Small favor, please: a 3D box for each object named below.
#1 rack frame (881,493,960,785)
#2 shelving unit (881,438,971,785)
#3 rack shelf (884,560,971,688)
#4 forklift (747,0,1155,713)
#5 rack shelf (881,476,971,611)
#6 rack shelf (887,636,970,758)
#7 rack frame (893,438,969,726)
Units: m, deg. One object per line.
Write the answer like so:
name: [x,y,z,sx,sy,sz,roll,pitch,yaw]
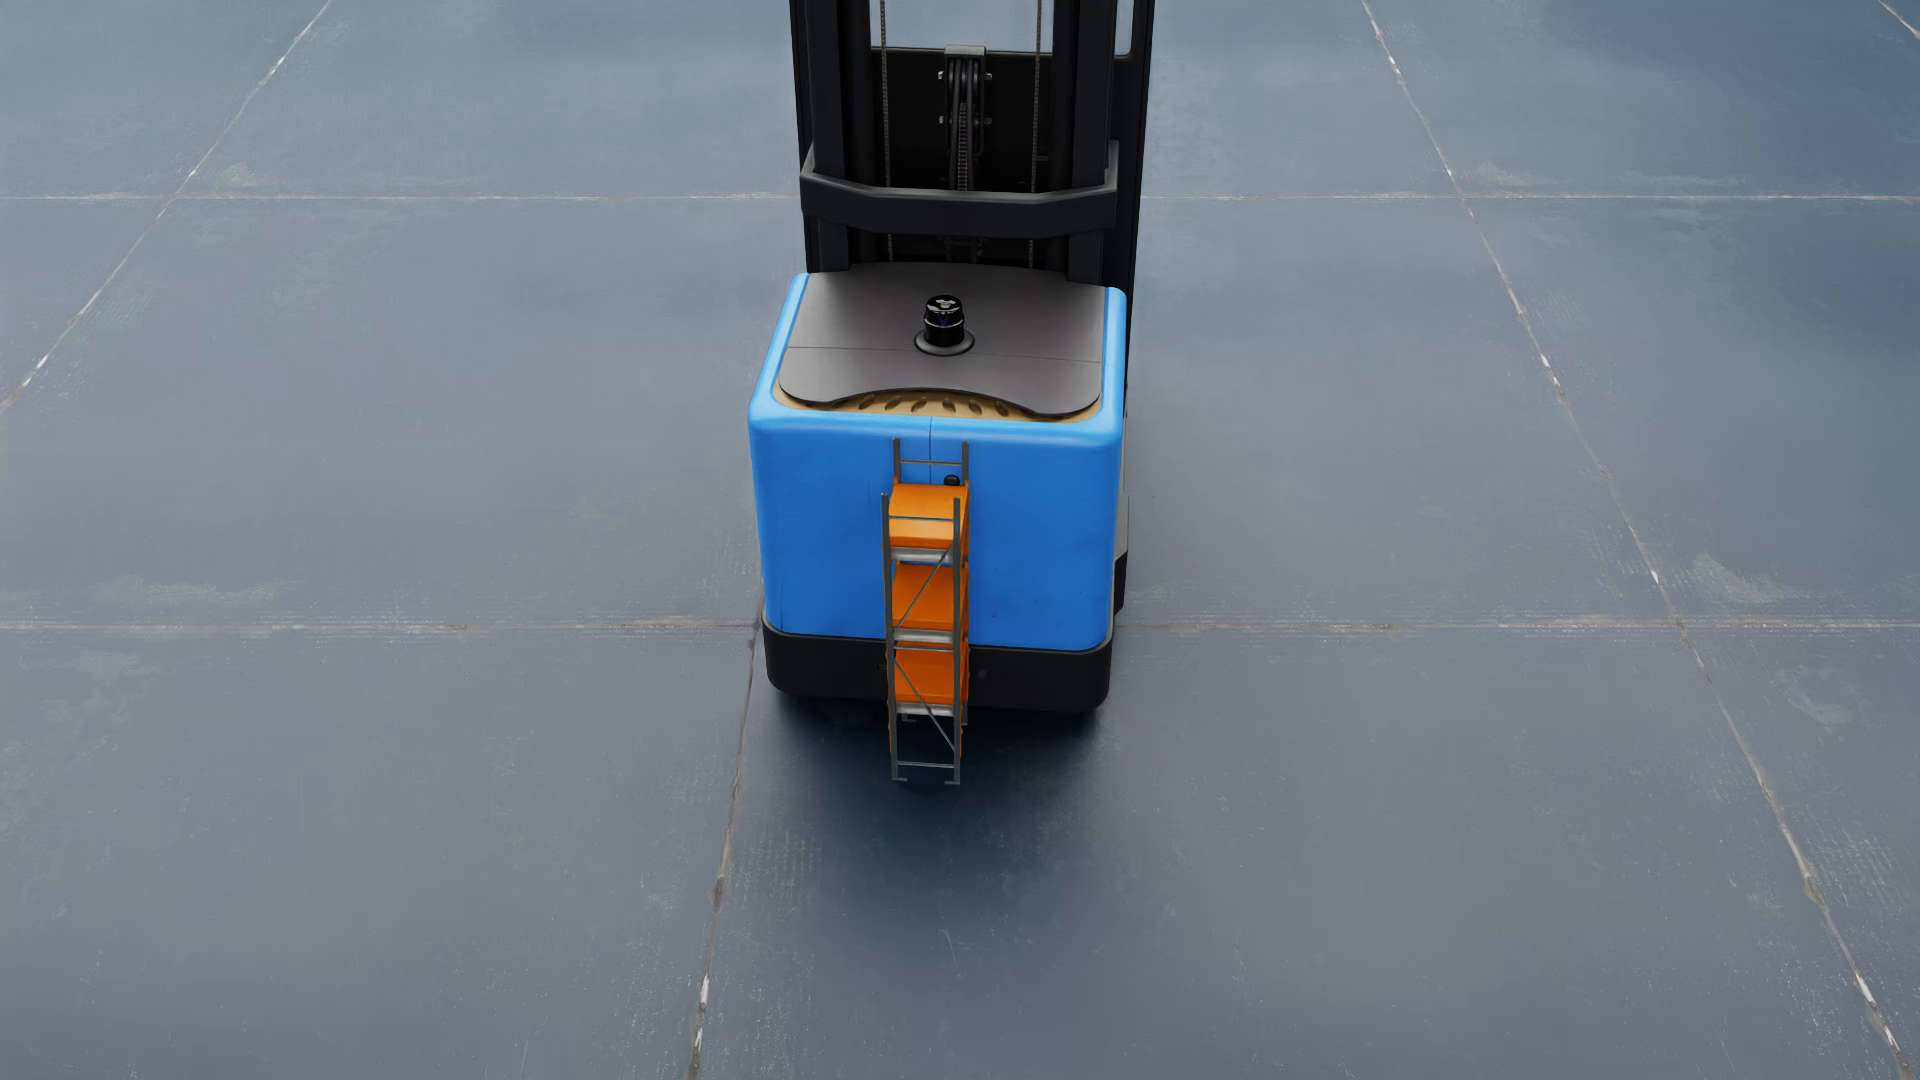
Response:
rack frame: [-0.099,0.298,4.538,0.200,1.050,0.008,3,39,4]
shelving unit: [-0.088,0.222,4.633,0.215,1.050,0.252,3,39,4]
rack shelf: [-0.088,0.230,4.640,0.215,0.259,0.240,3,39,4]
forklift: [0.058,-1.536,5.323,1.130,2.935,3.031,3,39,4]
rack shelf: [-0.088,0.009,4.462,0.215,0.259,0.240,3,39,4]
rack shelf: [-0.088,0.447,4.814,0.215,0.259,0.240,3,39,4]
rack frame: [-0.077,0.146,4.728,0.200,1.050,0.008,3,39,4]
